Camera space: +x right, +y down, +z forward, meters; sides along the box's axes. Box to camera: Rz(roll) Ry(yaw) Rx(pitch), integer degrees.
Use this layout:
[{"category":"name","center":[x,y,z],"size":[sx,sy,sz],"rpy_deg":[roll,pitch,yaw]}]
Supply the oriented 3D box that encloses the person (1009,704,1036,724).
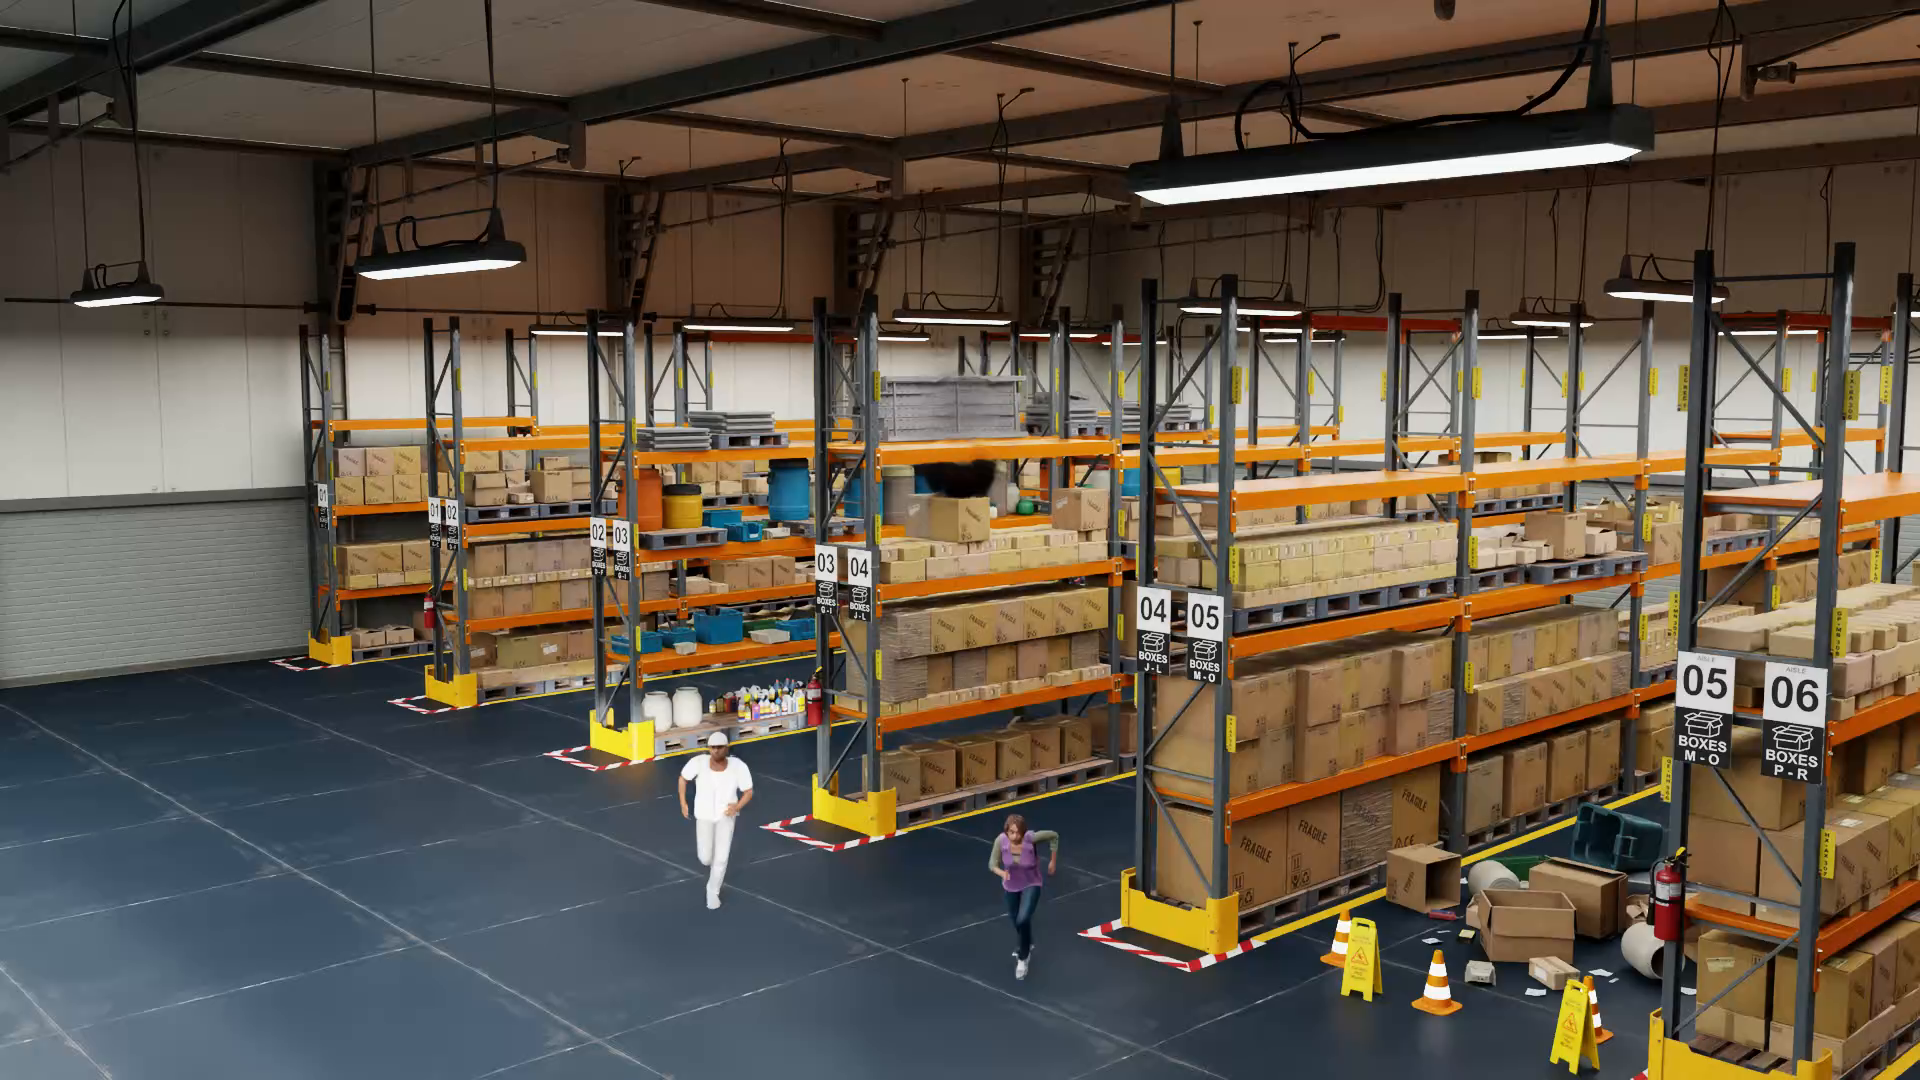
[{"category":"person","center":[0.849,1.855,24.591],"size":[0.703,1.713,0.797],"rpy_deg":[5,8,41]}]

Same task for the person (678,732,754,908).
[{"category":"person","center":[-2.382,2.697,16.215],"size":[0.738,1.715,0.691],"rpy_deg":[0,6,-1]}]

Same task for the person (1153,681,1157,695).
[{"category":"person","center":[2.988,1.822,25.122],"size":[0.573,1.621,0.561],"rpy_deg":[-6,8,-45]}]

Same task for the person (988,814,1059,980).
[{"category":"person","center":[0.552,3.009,14.224],"size":[0.577,1.495,0.897],"rpy_deg":[1,6,11]}]
